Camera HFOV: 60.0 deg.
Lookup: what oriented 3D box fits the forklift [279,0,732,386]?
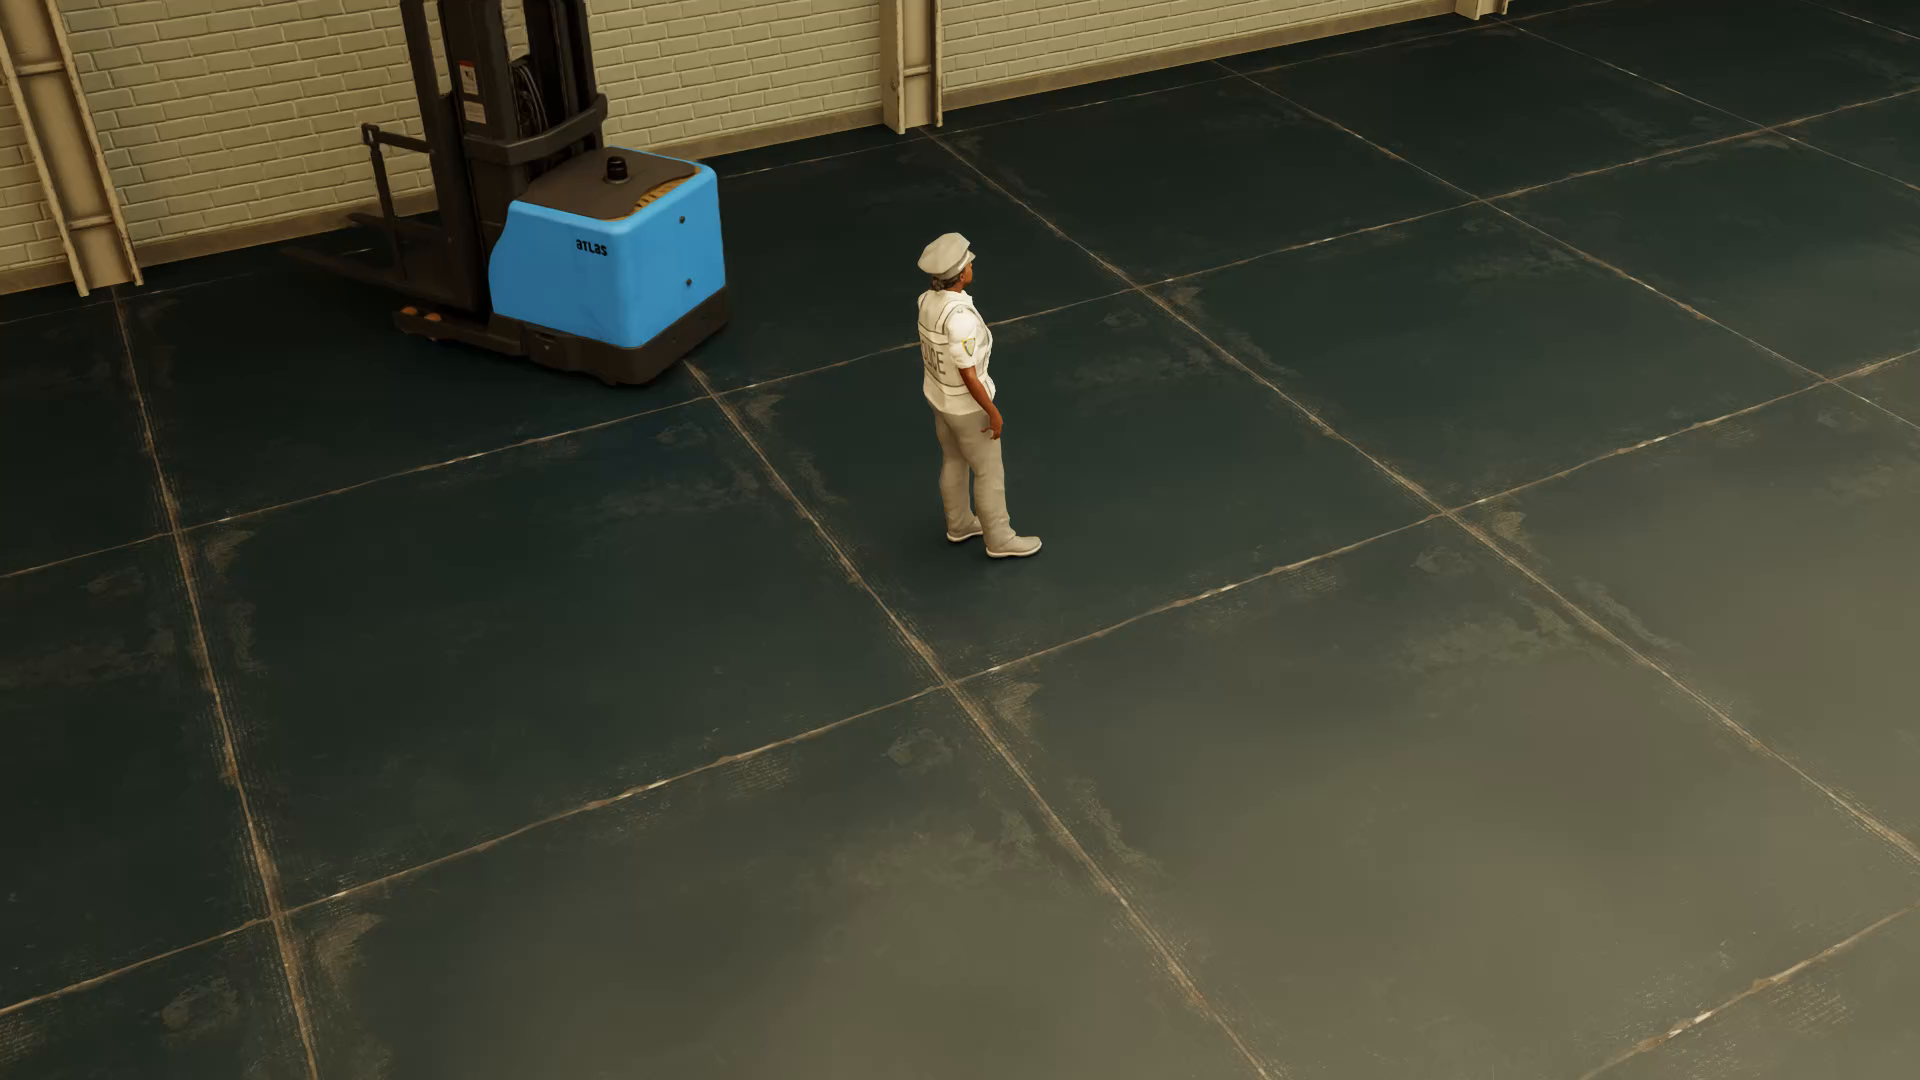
[{"bbox_3d":[-2.996,-2.701,9.944,3.031,2.935,1.130,16,38,22],"label":"forklift"}]

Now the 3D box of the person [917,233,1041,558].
[{"bbox_3d":[0.075,-0.708,8.183,0.530,1.695,0.569,-17,39,-23],"label":"person"}]
